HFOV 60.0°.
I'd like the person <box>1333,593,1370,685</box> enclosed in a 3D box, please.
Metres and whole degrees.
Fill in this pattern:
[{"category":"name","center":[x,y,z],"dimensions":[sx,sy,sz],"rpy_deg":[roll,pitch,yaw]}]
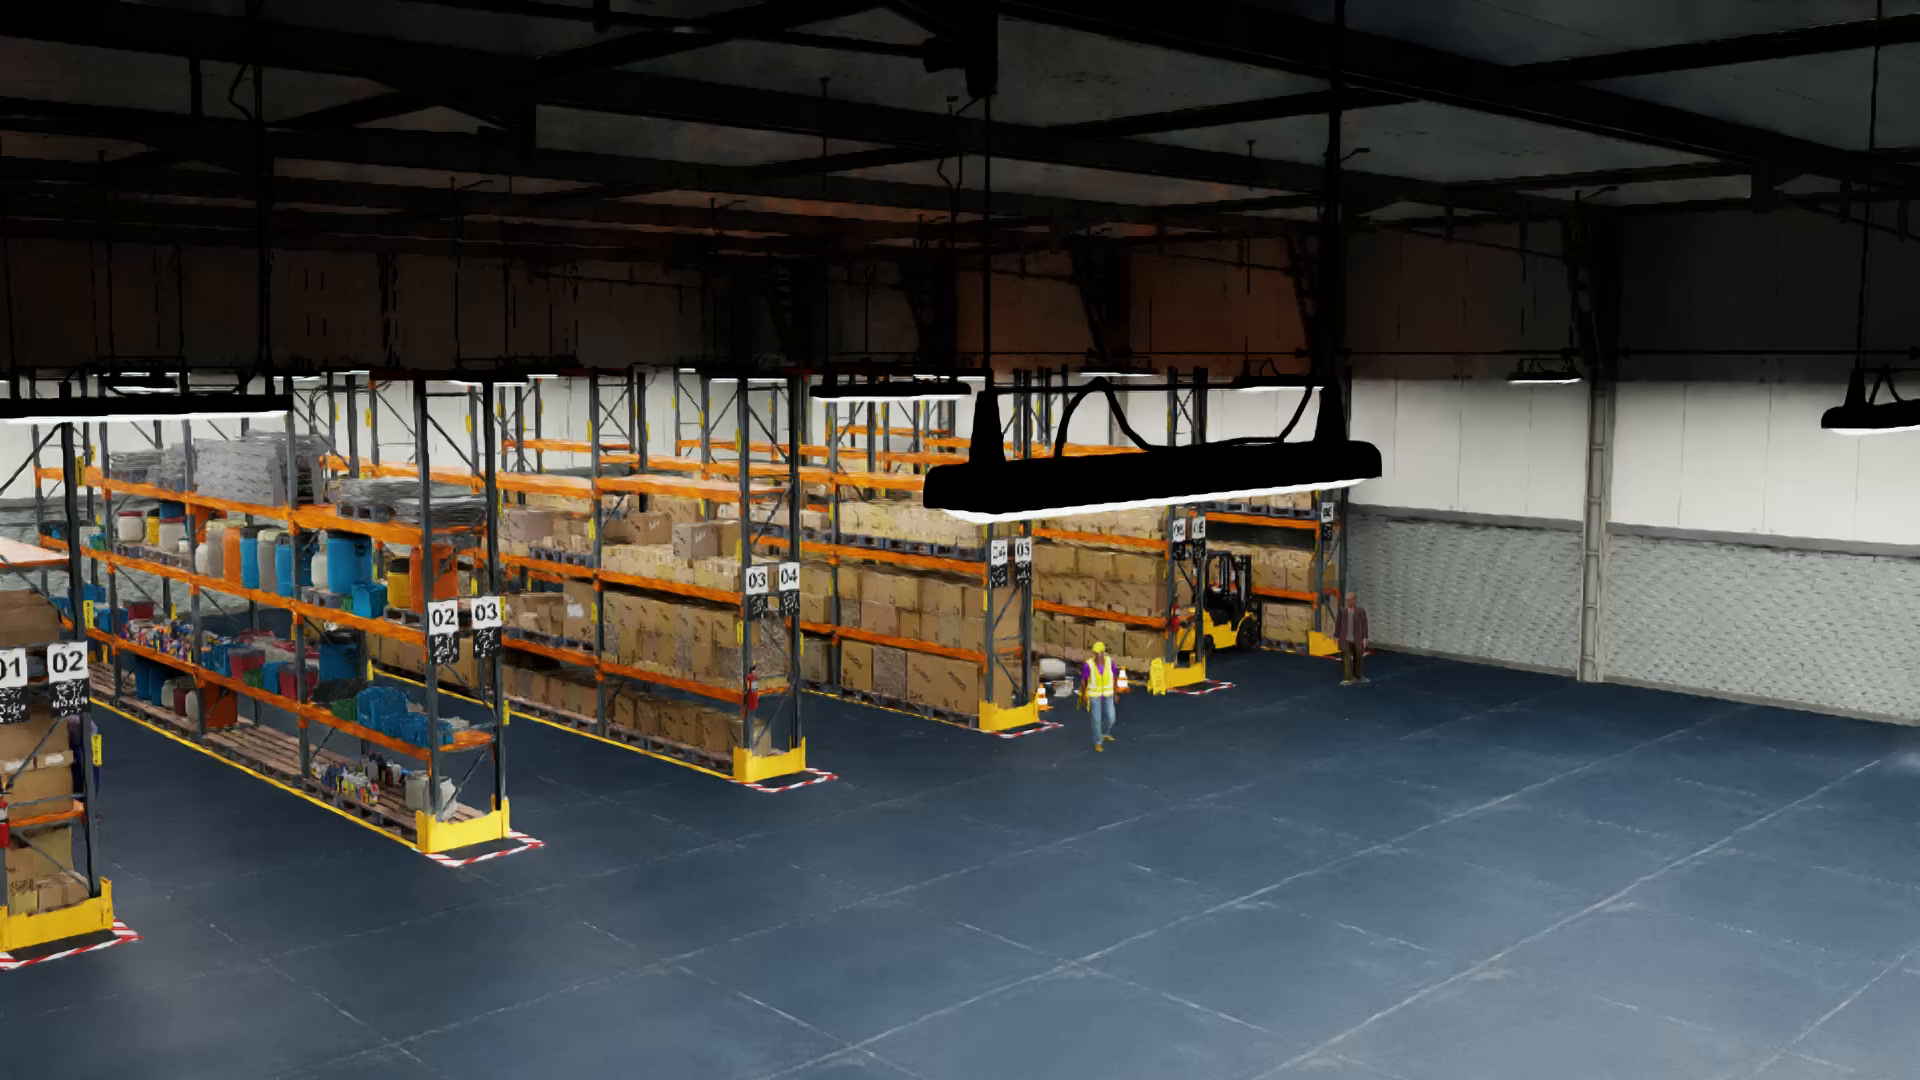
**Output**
[{"category":"person","center":[7.486,1.877,31.762],"dimensions":[0.688,1.771,0.580],"rpy_deg":[2,7,20]}]

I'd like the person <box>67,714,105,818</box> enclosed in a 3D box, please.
[{"category":"person","center":[-11.974,2.992,22.718],"dimensions":[0.564,1.694,0.380],"rpy_deg":[2,7,18]}]

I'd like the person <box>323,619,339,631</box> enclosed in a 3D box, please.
[{"category":"person","center":[-11.940,1.929,31.583],"dimensions":[0.562,1.661,0.591],"rpy_deg":[-3,7,-24]}]

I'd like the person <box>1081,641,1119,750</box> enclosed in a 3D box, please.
[{"category":"person","center":[2.234,2.469,26.571],"dimensions":[0.613,1.755,0.578],"rpy_deg":[-1,7,-8]}]
